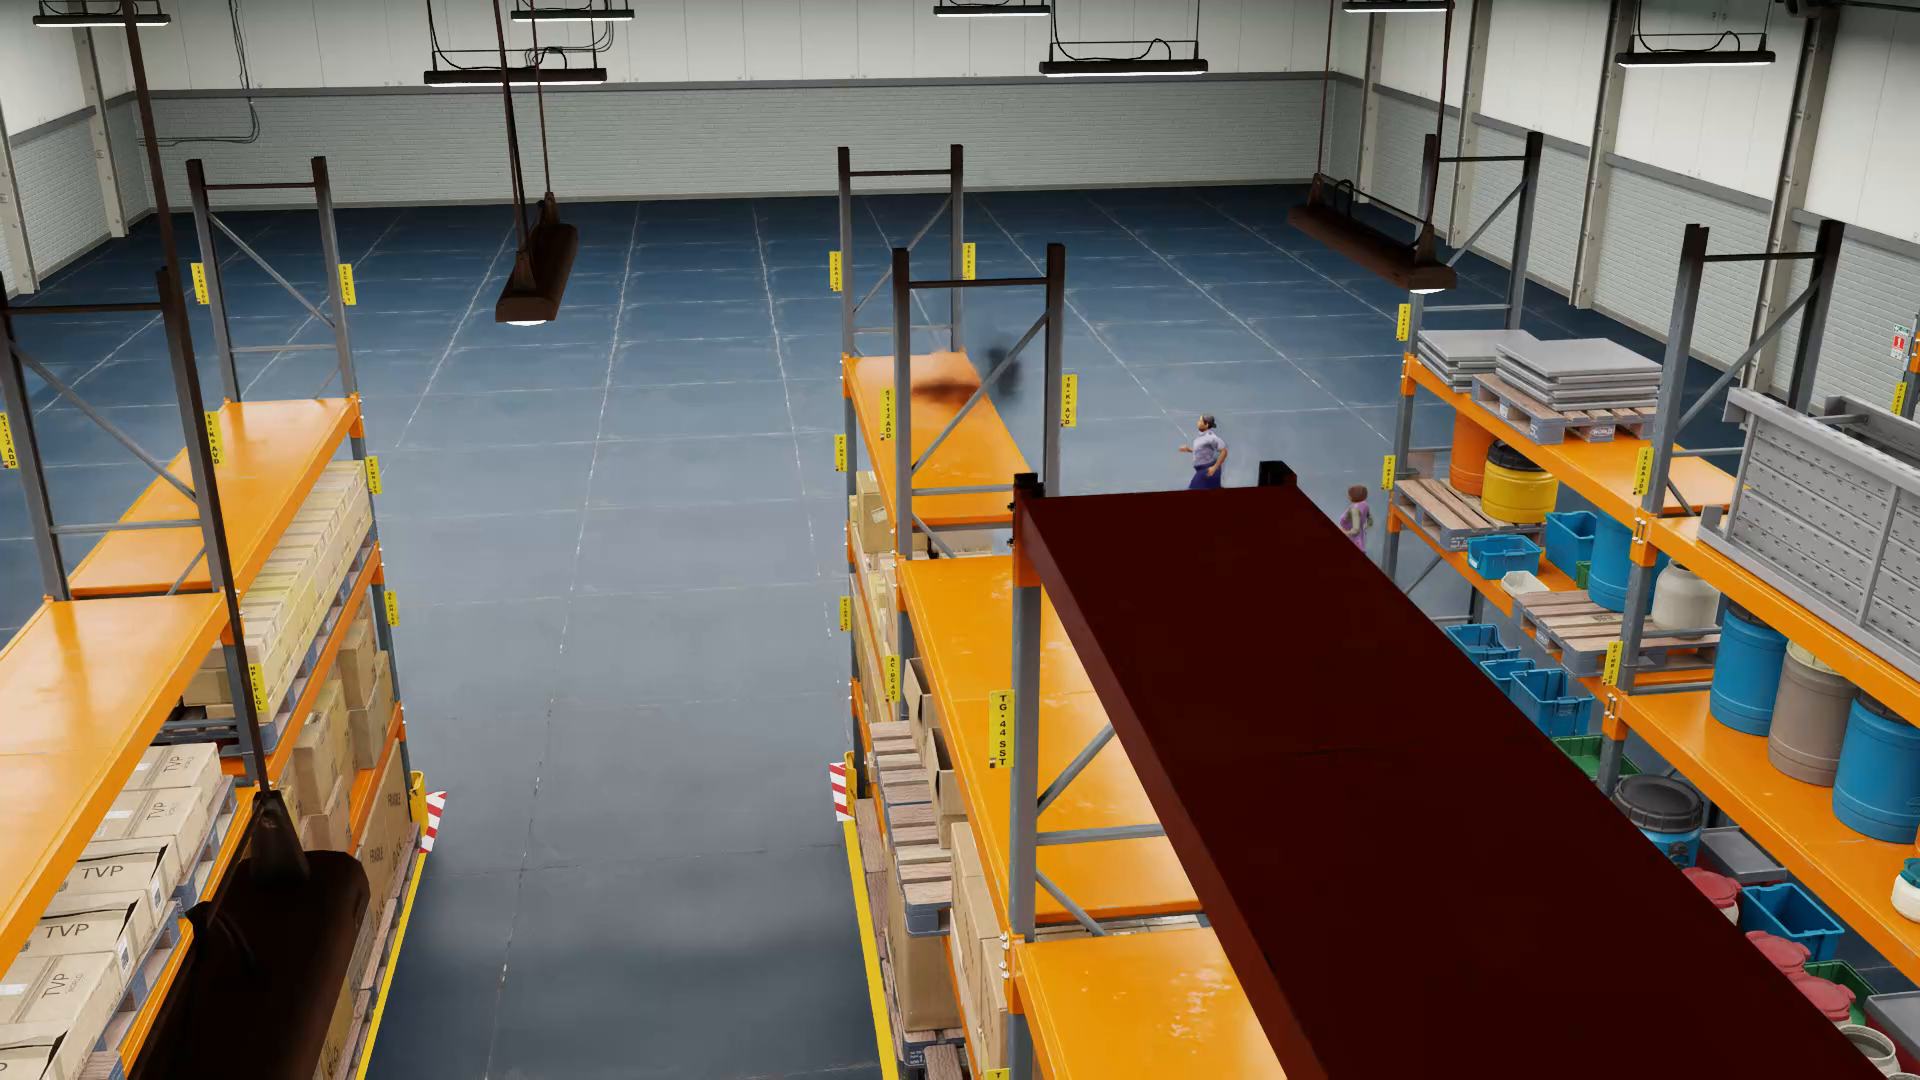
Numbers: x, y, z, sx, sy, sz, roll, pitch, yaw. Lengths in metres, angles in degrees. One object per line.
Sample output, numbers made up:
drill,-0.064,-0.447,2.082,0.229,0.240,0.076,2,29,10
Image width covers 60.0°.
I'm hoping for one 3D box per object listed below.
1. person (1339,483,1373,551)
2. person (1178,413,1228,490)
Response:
person,4.590,0.113,19.248,0.697,1.590,0.533,9,23,21
person,3.210,-0.825,21.511,0.821,1.698,0.550,4,22,11
